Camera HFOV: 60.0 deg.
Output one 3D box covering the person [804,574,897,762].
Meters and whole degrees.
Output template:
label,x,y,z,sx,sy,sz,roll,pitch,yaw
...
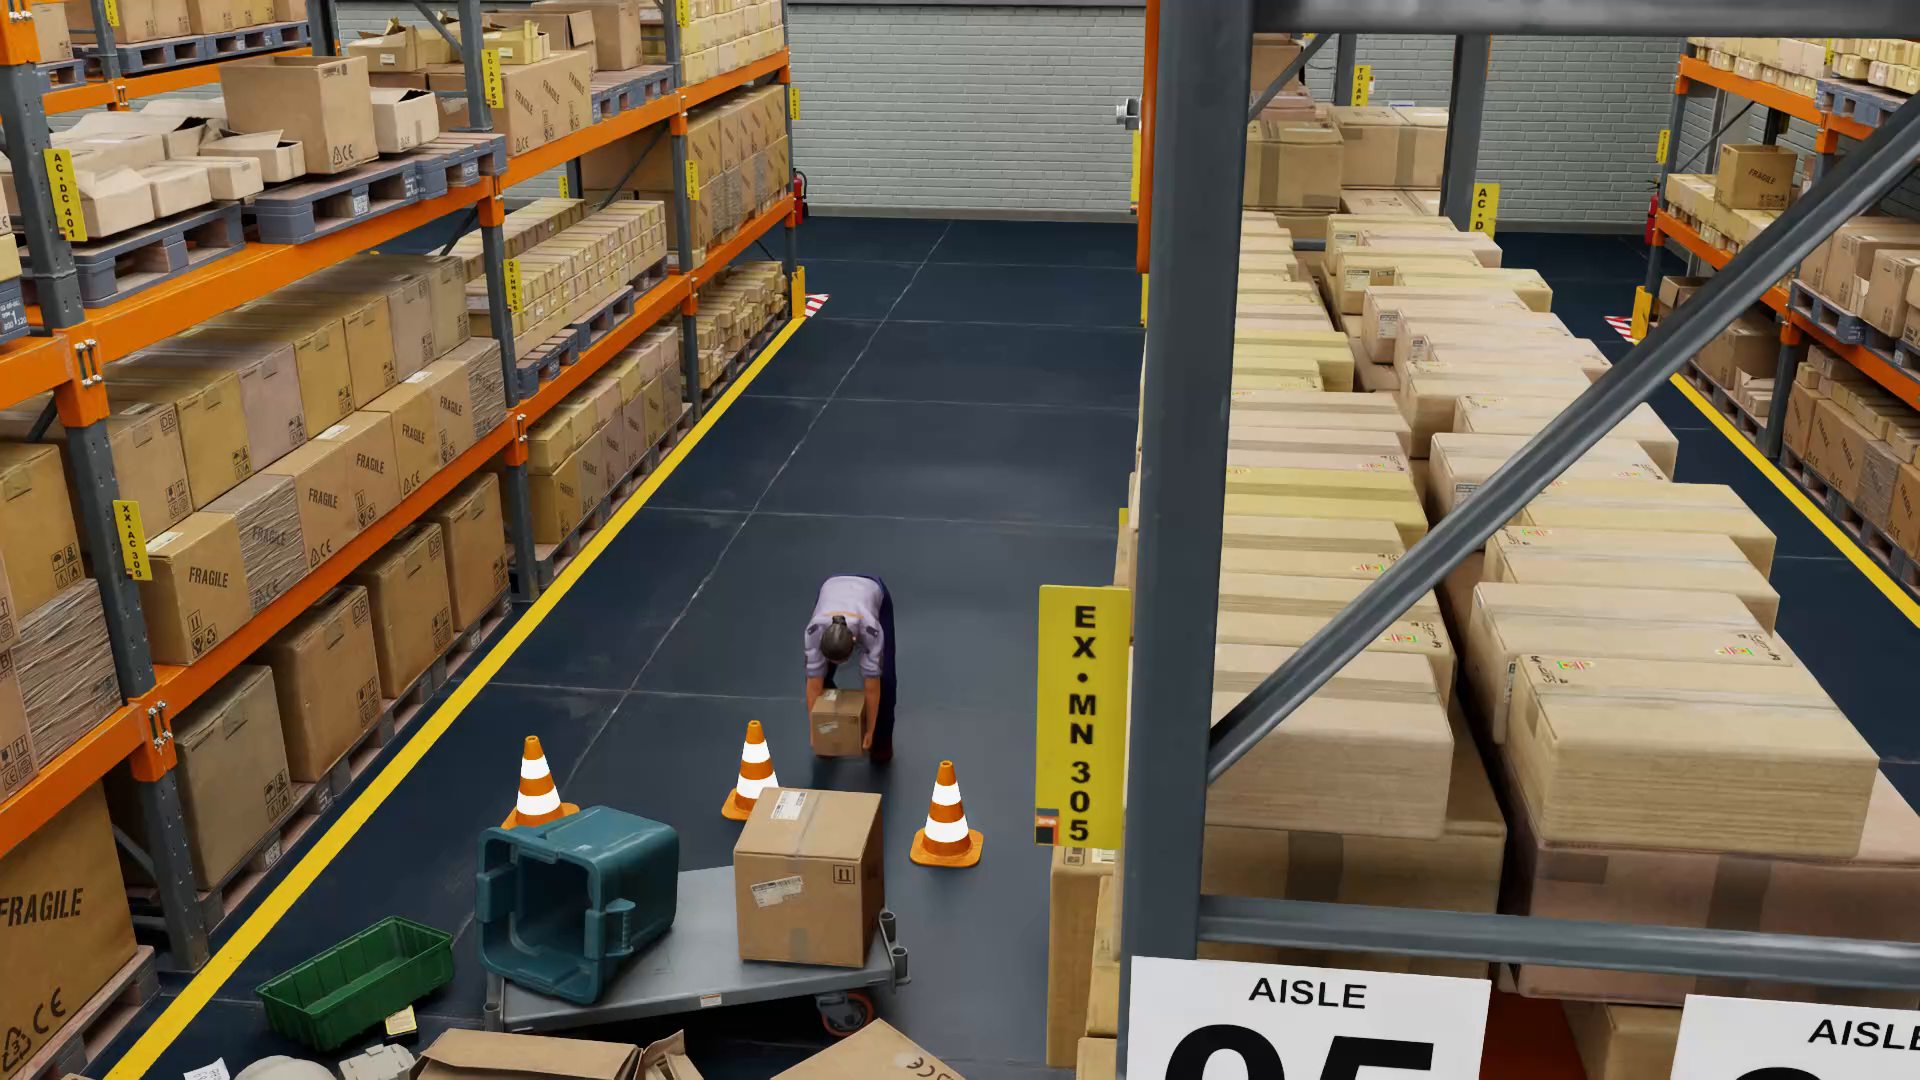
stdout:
label,x,y,z,sx,sy,sz,roll,pitch,yaw
person,-0.579,0.735,8.611,0.483,1.004,0.910,2,21,4
